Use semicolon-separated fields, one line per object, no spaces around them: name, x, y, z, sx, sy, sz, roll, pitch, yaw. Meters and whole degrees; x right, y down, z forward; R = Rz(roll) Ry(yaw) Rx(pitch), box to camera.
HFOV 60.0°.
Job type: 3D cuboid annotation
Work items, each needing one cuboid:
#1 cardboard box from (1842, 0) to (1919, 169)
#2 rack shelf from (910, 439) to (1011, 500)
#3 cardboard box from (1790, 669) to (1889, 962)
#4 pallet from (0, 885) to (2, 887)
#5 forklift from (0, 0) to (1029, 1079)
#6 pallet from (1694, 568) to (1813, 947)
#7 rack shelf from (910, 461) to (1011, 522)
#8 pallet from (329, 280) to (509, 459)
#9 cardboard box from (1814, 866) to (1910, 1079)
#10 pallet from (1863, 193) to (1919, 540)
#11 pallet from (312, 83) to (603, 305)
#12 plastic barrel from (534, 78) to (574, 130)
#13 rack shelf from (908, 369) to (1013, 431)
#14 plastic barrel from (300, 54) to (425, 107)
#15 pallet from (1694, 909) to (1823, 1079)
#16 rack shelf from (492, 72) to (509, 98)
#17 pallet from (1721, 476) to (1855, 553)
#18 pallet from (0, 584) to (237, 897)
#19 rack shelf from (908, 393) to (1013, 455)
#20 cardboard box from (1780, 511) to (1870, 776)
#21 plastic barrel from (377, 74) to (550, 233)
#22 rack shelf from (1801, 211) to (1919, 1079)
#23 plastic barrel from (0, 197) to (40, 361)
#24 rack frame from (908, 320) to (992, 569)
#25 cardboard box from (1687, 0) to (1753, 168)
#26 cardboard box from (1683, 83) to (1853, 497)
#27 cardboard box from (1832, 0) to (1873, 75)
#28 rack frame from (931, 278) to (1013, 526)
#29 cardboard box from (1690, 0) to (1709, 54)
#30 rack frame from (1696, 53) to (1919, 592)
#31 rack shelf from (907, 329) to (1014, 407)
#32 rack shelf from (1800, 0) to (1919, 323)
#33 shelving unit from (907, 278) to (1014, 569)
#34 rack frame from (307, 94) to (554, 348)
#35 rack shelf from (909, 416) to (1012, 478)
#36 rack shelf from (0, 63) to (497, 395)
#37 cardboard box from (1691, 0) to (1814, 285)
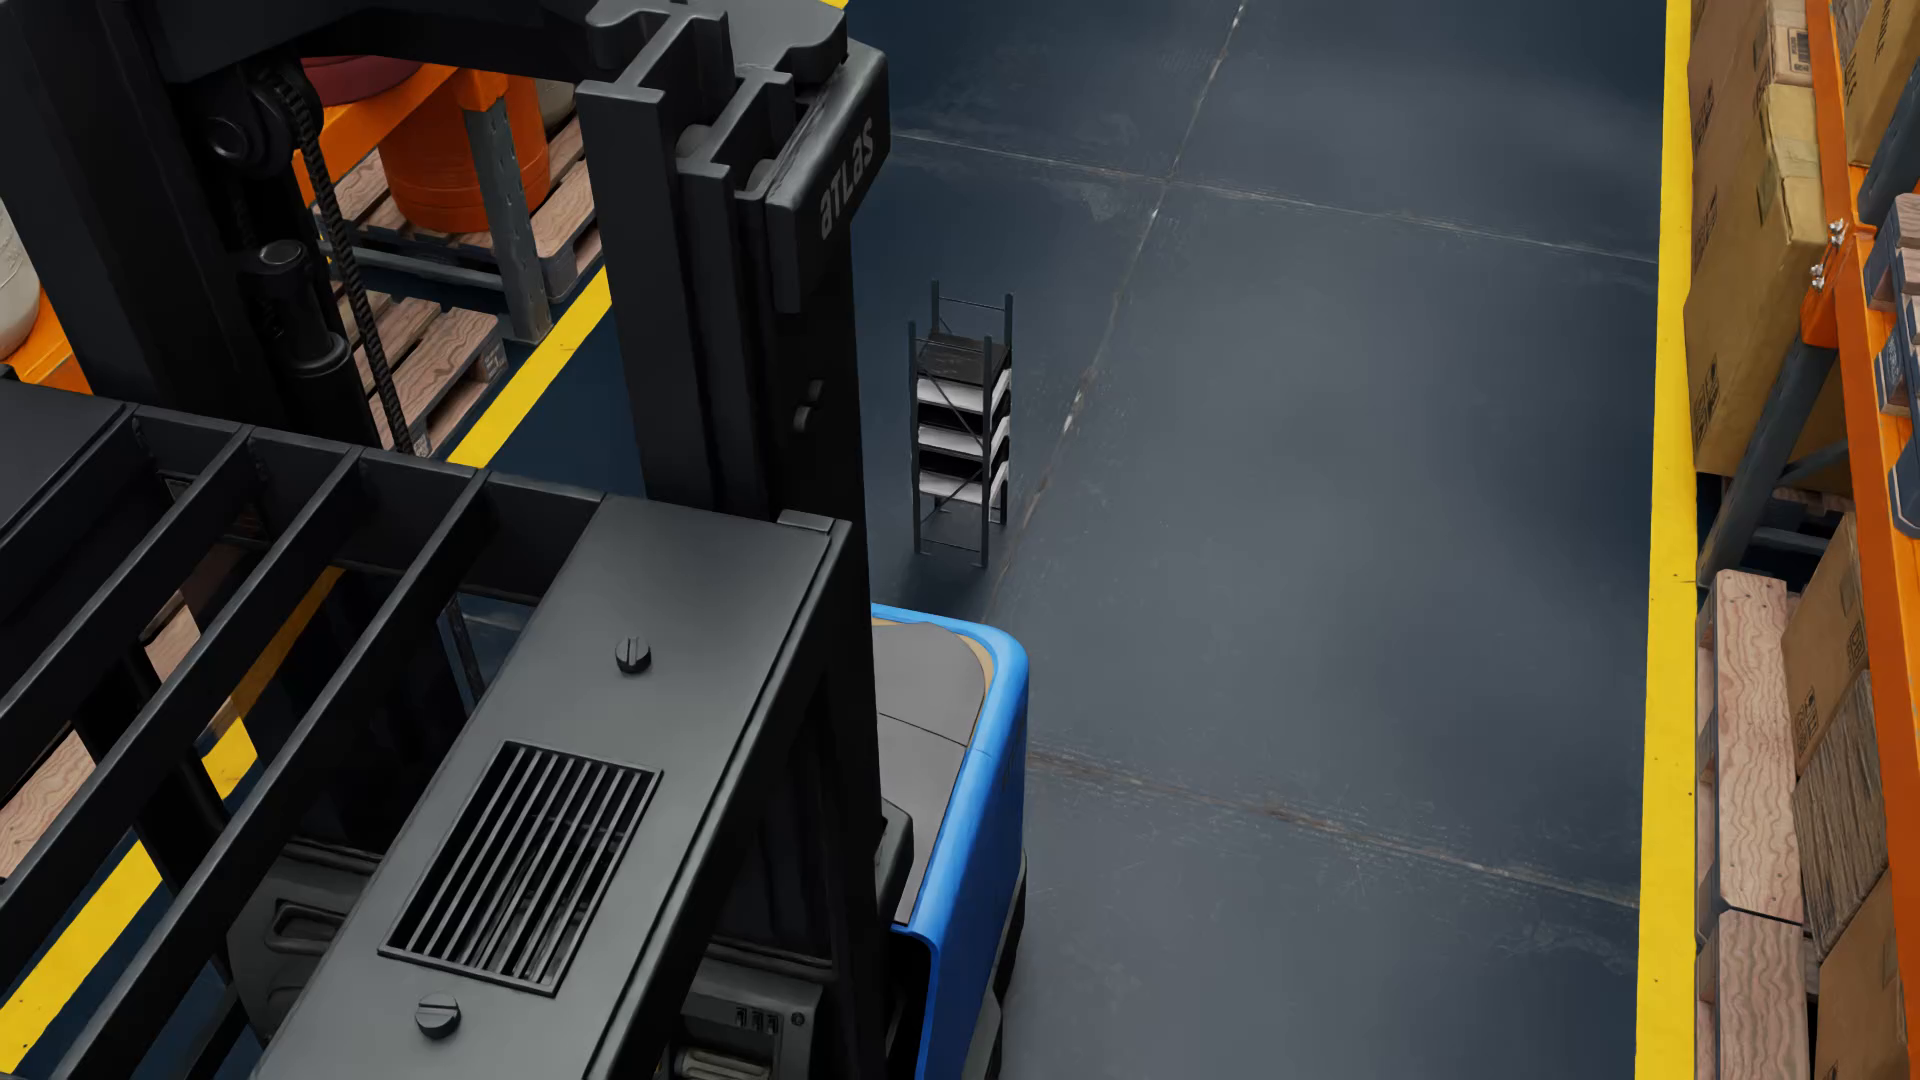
cardboard box;2.665;-1.276;4.337;0.500;0.500;0.500;14;46;14
rack shelf;0.002;-0.239;5.027;0.258;0.077;0.200;13;46;12
cardboard box;2.412;0.701;3.862;0.700;0.500;0.500;9;45;9
pallet;-2.979;1.224;3.848;1.003;0.211;1.213;13;46;13
forklift;-0.711;0.825;2.312;1.130;2.935;3.031;11;45;11
pallet;2.513;0.659;4.426;1.003;0.211;1.213;13;46;13
rack shelf;0.002;-0.175;5.090;0.258;0.077;0.200;13;46;12
pallet;-2.240;-0.403;5.511;1.003;0.211;1.213;13;46;13
cardboard box;2.247;1.080;3.474;0.700;0.500;0.500;16;47;16
pallet;2.637;-0.292;3.541;1.213;0.211;1.003;13;46;13
pallet;-1.770;-1.445;6.576;1.003;0.211;1.213;13;46;13
plastic barrel;-1.751;-1.893;6.519;0.421;0.512;0.421;0;44;0
rack shelf;0.002;-0.432;4.838;0.258;0.077;0.200;13;46;12
plastic barrel;-1.821;-1.583;4.625;0.600;0.536;0.708;13;46;13
pallet;2.142;1.469;3.597;1.003;0.211;1.213;13;46;13
rack shelf;-1.363;-2.983;6.668;1.077;0.370;4.000;13;46;13
pallet;3.062;-0.371;5.478;1.003;0.211;1.213;13;46;13
pallet;-2.612;0.408;4.682;1.003;0.211;1.213;13;46;13
rack shelf;0.002;-0.368;4.901;0.258;0.077;0.200;13;46;12
cardboard box;2.568;0.329;4.242;0.700;0.500;0.500;10;45;10
plastic barrel;-1.837;-1.612;6.004;0.600;0.830;0.708;13;46;13
rack shelf;2.146;0.732;2.872;1.077;0.370;4.000;13;46;13
plastic barrel;-2.328;-0.658;3.681;0.433;0.535;0.433;0;44;0
rack frame;-0.028;-0.259;4.872;0.240;0.900;0.006;13;46;12
cardboard box;3.518;-1.889;6.254;1.225;0.875;0.875;11;45;11
cardboard box;2.980;-0.705;5.044;1.225;0.875;0.875;11;45;11
cardboard box;2.821;-1.607;4.676;0.500;0.500;0.500;12;46;12
rack frame;0.033;-0.395;5.010;0.240;0.900;0.006;13;46;12
cardboard box;3.788;-2.484;6.863;1.225;0.875;0.875;13;46;13
rack frame;2.752;-0.858;3.982;1.000;3.000;0.127;13;46;13
rack shelf;0.002;-0.496;4.775;0.258;0.077;0.200;13;46;12
rack shelf;3.357;-1.934;5.596;1.077;0.370;4.000;13;46;13
shelving unit;0.002;-0.327;4.941;0.258;0.900;0.210;13;46;12
rack frame;-1.969;-1.907;5.055;1.000;3.000;0.127;13;46;13
rack shelf;0.002;-0.303;4.964;0.258;0.077;0.200;13;46;12
rack shelf;-2.575;-0.317;3.944;1.077;0.370;4.000;13;46;13
cardboard box;3.258;-1.297;5.650;1.225;0.875;0.875;13;46;13
